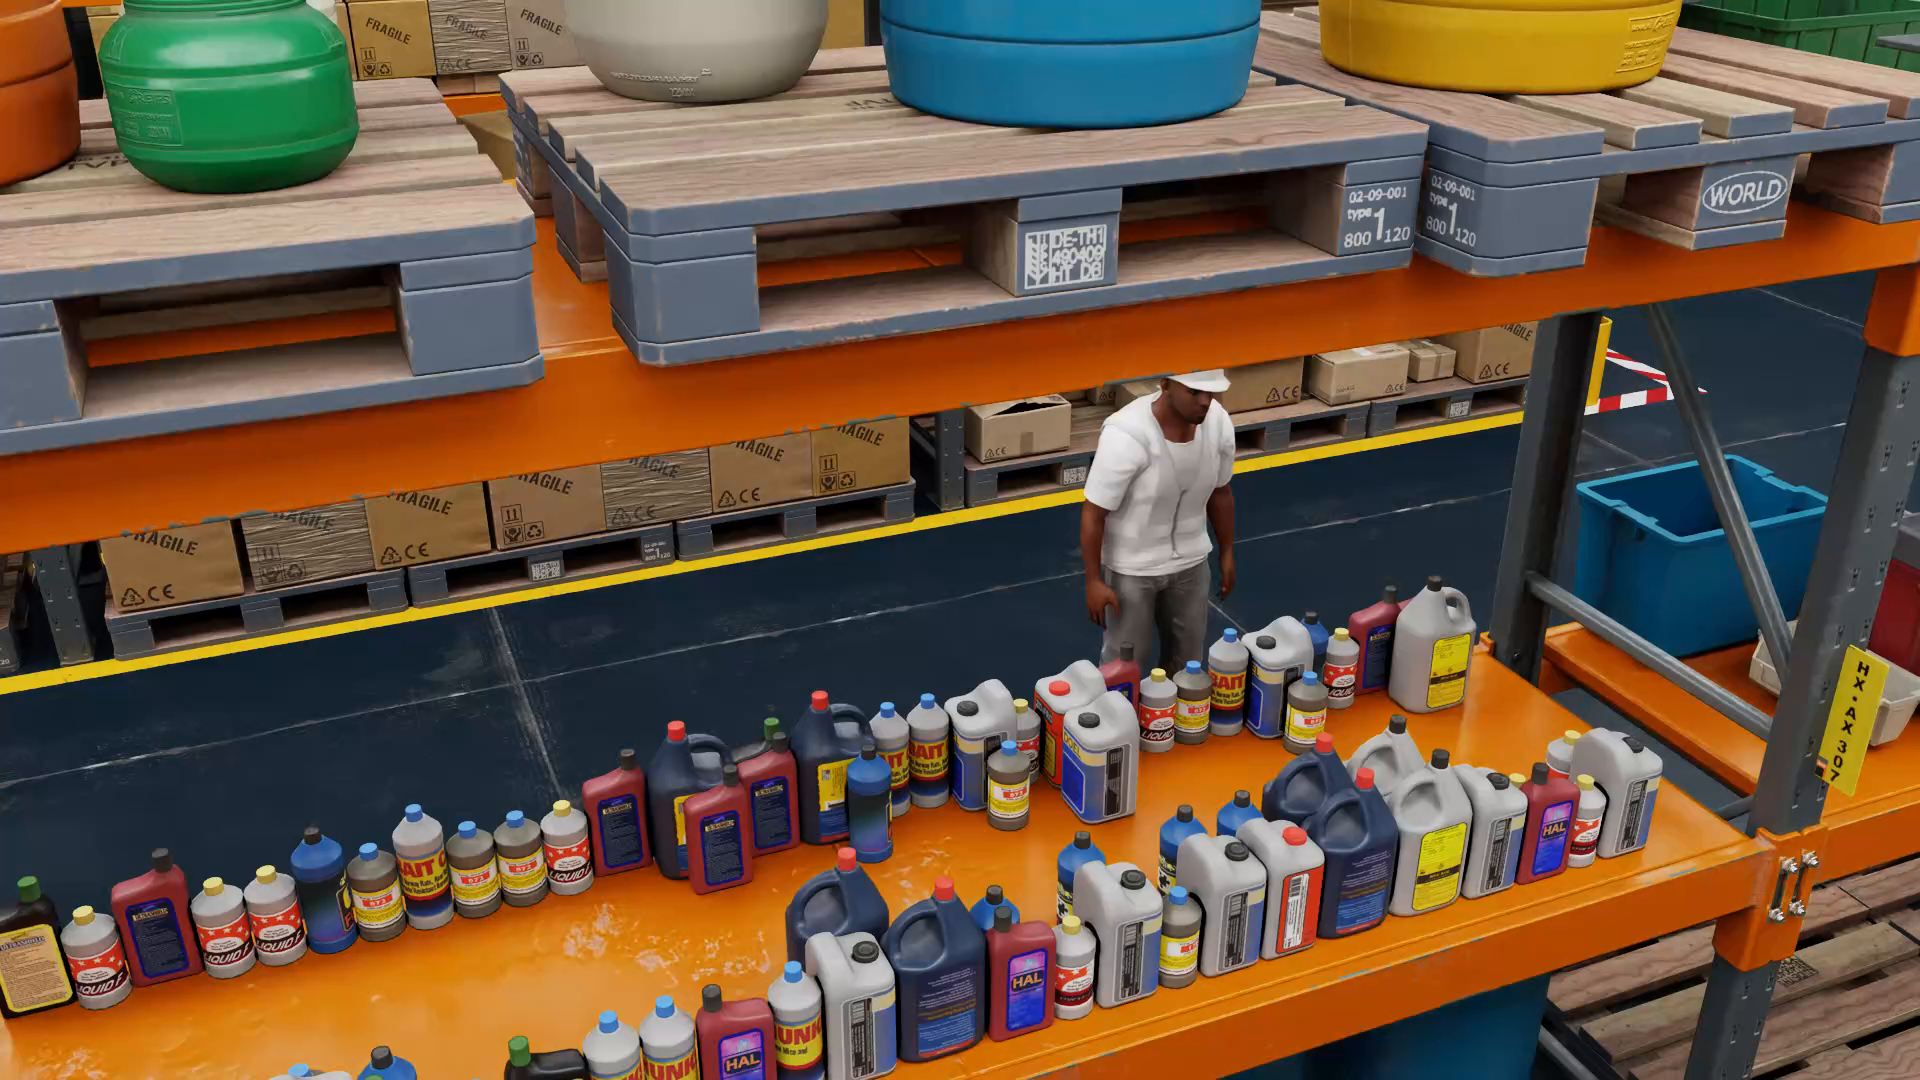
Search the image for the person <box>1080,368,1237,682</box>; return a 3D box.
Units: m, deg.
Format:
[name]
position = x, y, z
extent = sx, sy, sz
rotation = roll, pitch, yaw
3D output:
[person]
position = 0.714, 0.096, 5.893
extent = 0.634, 1.760, 0.459
rotation = -12, 28, -24
